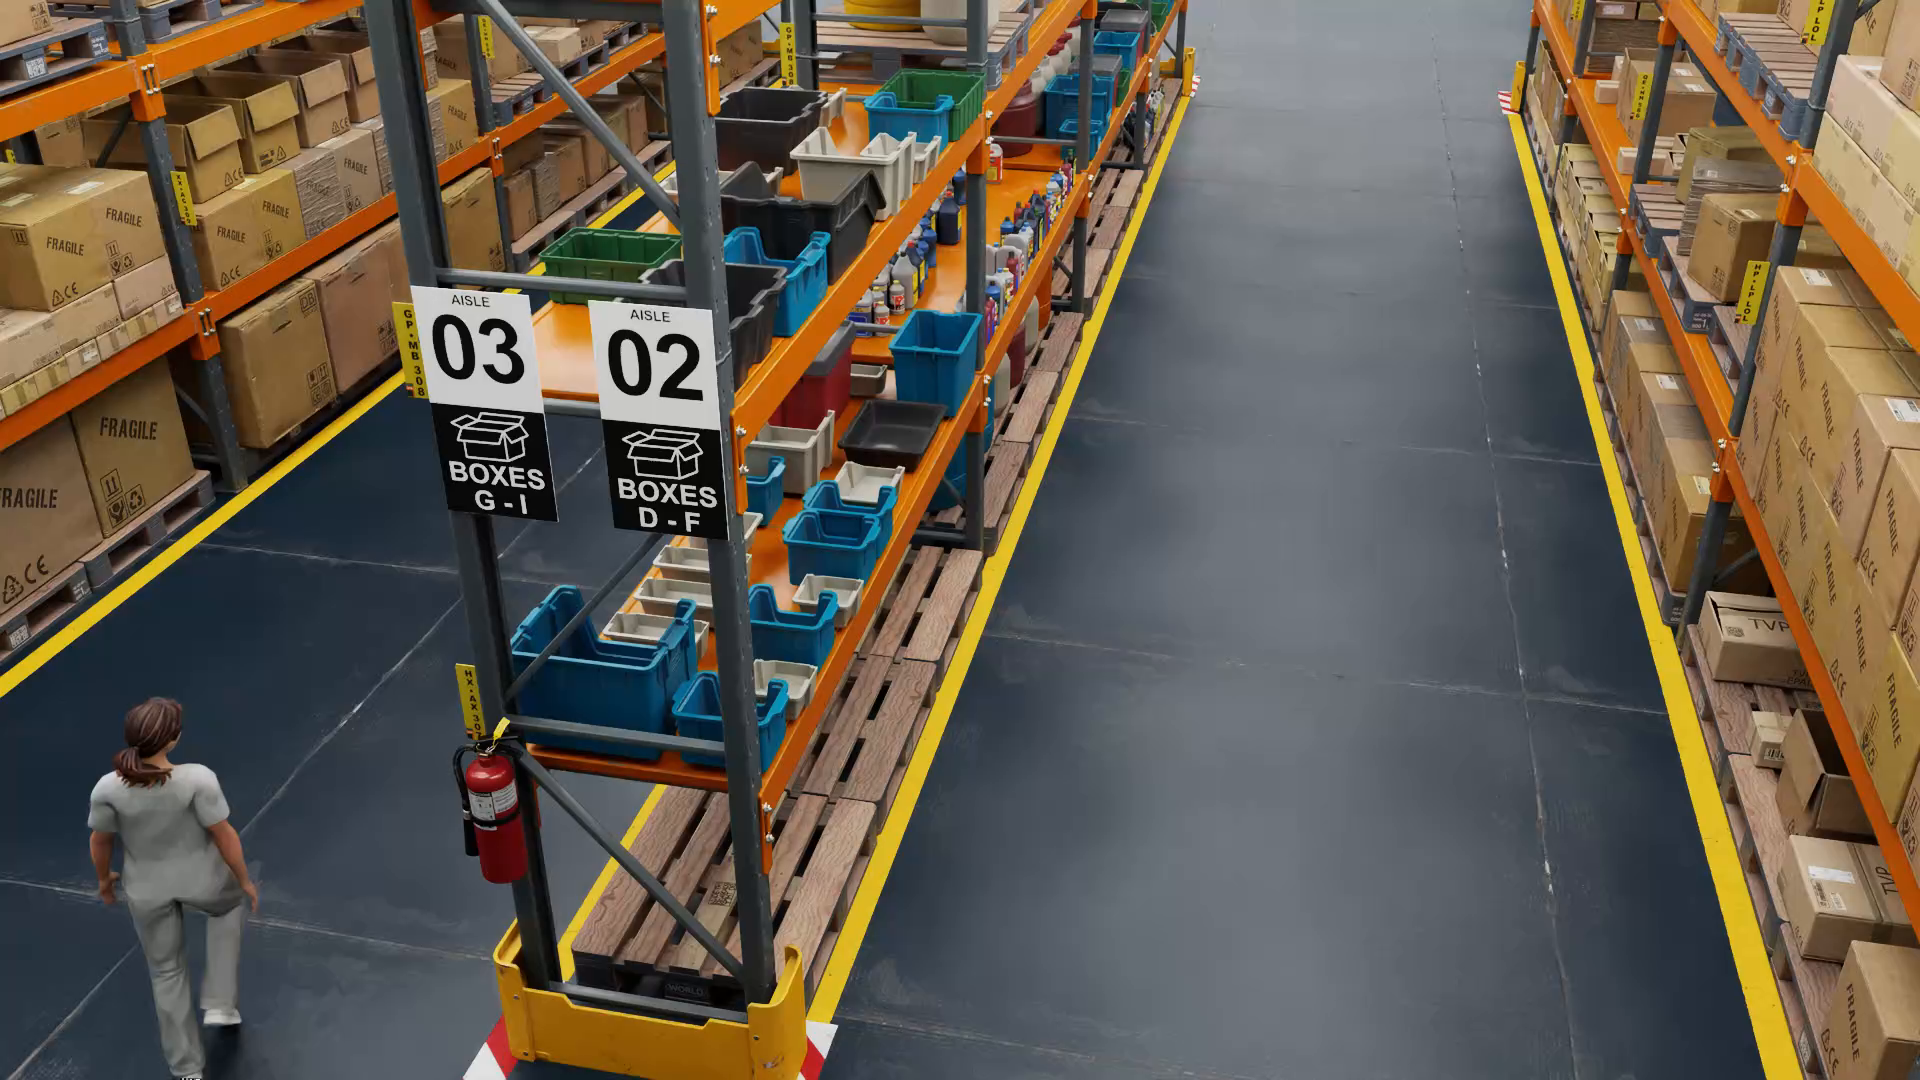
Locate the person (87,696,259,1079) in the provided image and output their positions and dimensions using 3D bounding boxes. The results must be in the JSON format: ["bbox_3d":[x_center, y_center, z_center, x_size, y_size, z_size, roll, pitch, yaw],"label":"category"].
[{"bbox_3d":[-2.954,1.292,6.272,0.551,1.685,0.515,-10,30,-17],"label":"person"}]
